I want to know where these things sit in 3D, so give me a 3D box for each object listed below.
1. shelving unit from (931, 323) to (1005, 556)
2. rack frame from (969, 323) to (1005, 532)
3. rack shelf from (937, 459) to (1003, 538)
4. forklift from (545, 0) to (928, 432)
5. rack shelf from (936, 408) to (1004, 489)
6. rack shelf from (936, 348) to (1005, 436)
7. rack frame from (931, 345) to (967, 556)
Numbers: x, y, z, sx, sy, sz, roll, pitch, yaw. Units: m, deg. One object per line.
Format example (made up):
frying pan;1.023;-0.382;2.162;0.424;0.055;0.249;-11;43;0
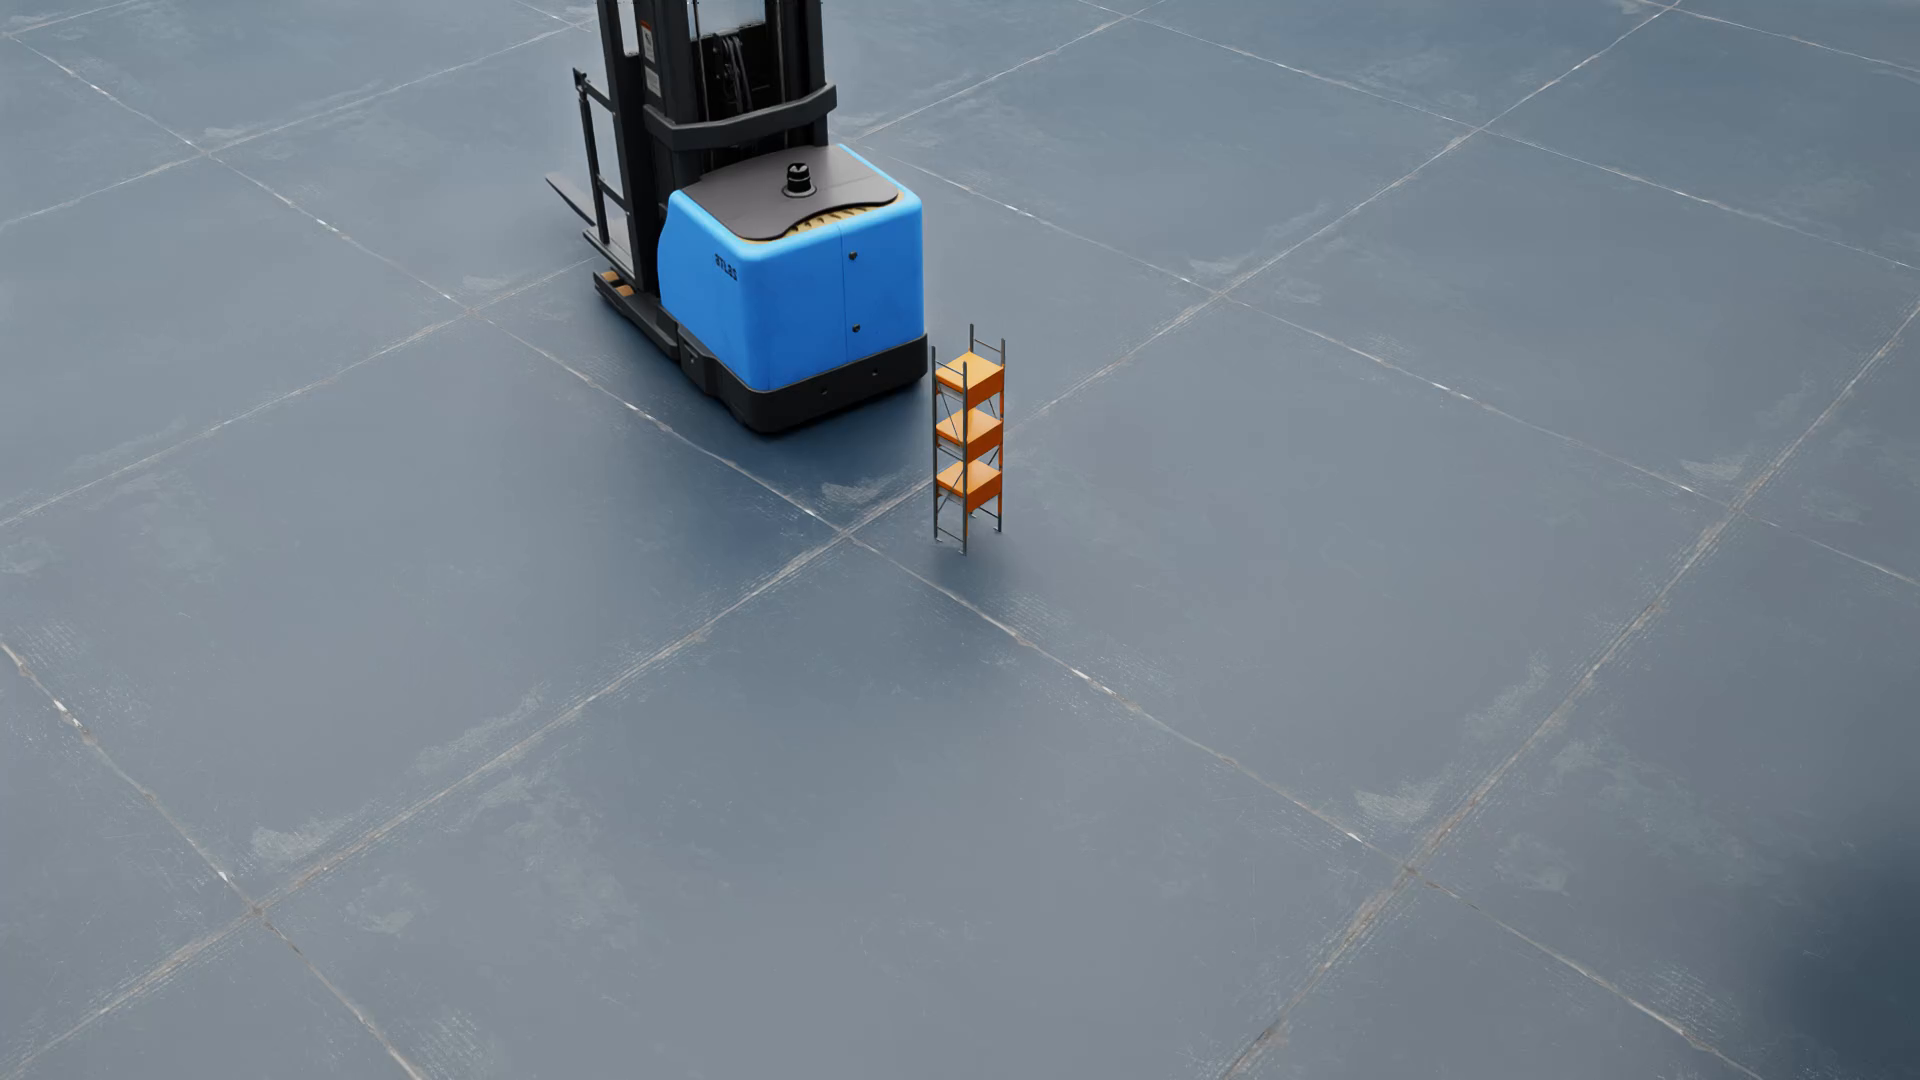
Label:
shelving unit;0.036;-0.435;7.454;0.215;1.050;0.252;30;47;32
rack frame;0.118;-0.492;7.525;0.200;1.050;0.008;30;47;32
rack shelf;0.036;-0.210;7.634;0.215;0.259;0.240;30;47;32
forklift;-1.418;-2.563;8.618;1.130;2.935;3.031;-23;44;-26
rack shelf;0.036;-0.427;7.461;0.215;0.259;0.240;30;47;32
rack shelf;0.036;-0.649;7.284;0.215;0.259;0.240;30;47;32
rack frame;-0.046;-0.379;7.384;0.200;1.050;0.008;30;47;32
